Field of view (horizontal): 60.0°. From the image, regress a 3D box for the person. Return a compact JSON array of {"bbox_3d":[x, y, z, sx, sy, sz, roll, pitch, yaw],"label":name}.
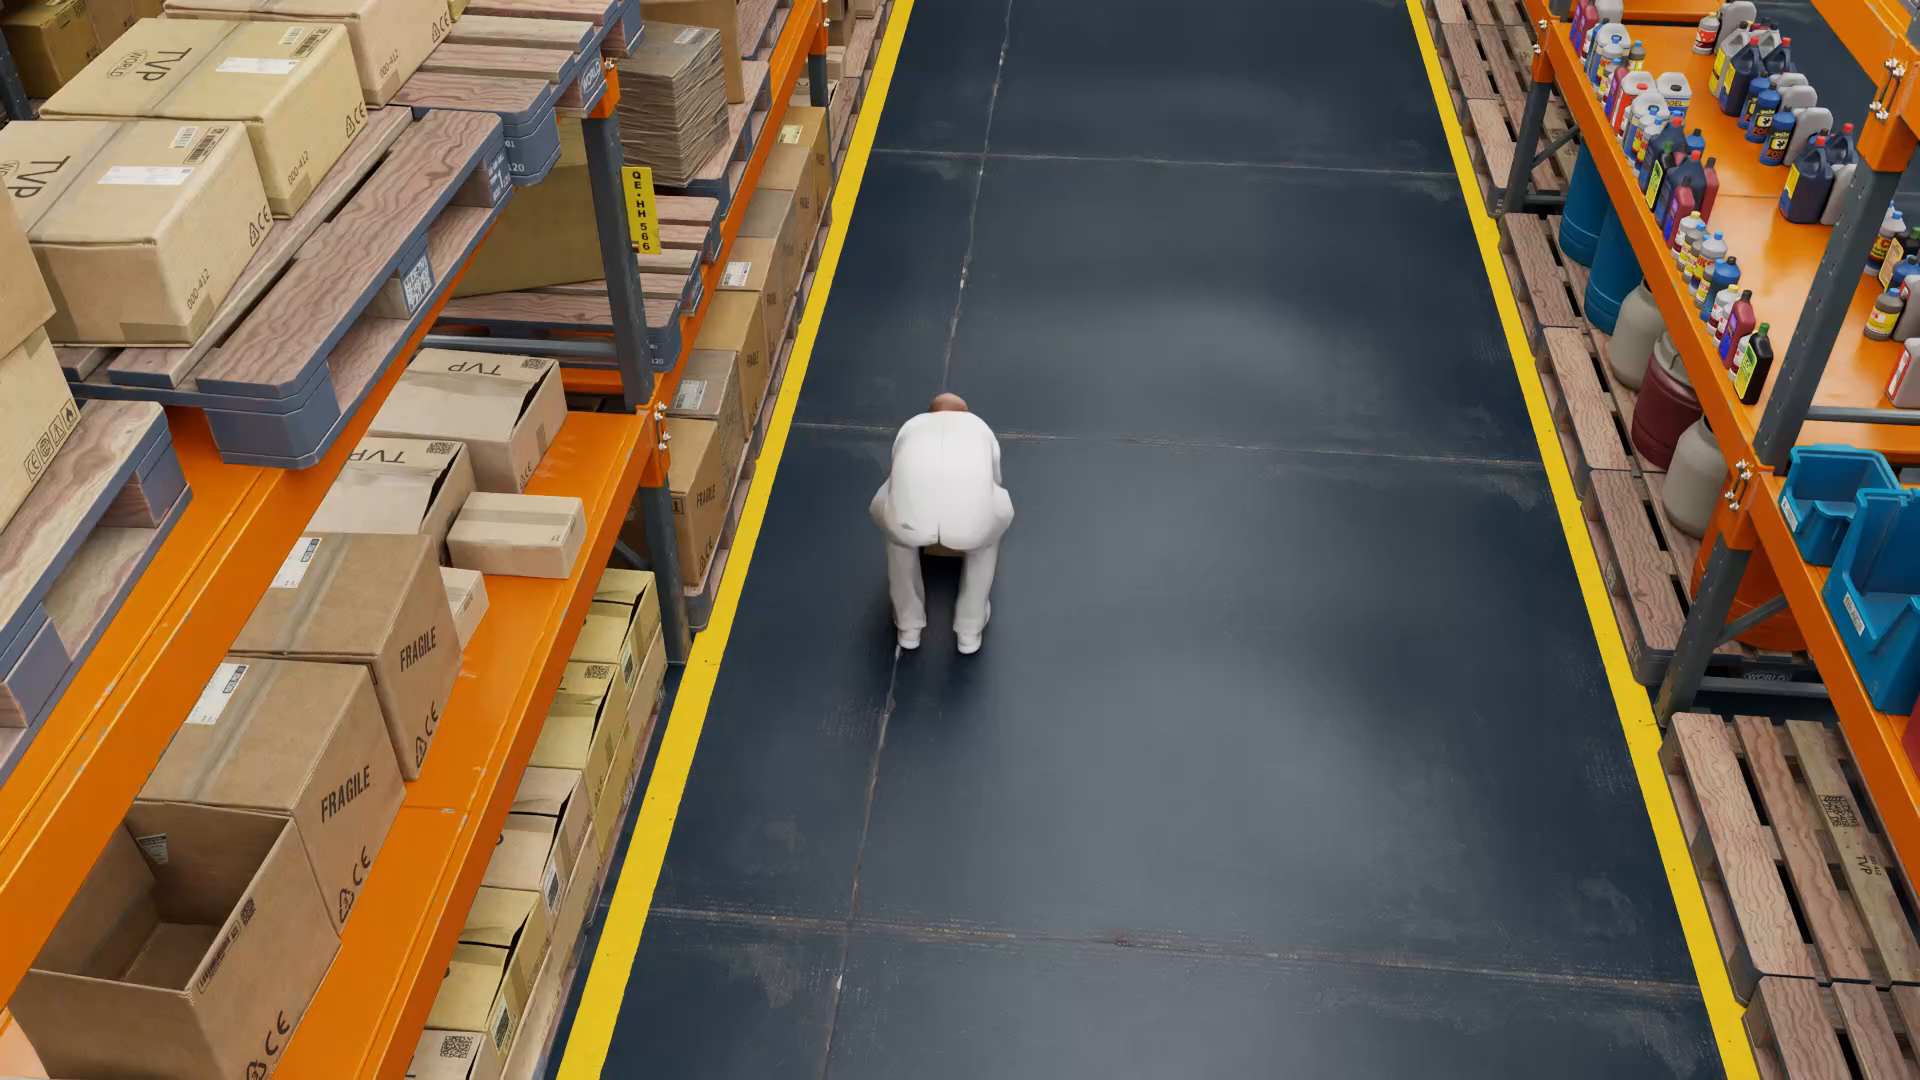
[{"bbox_3d":[-0.068,-0.129,6.935,0.592,0.995,0.942,1,40,2],"label":"person"}]
